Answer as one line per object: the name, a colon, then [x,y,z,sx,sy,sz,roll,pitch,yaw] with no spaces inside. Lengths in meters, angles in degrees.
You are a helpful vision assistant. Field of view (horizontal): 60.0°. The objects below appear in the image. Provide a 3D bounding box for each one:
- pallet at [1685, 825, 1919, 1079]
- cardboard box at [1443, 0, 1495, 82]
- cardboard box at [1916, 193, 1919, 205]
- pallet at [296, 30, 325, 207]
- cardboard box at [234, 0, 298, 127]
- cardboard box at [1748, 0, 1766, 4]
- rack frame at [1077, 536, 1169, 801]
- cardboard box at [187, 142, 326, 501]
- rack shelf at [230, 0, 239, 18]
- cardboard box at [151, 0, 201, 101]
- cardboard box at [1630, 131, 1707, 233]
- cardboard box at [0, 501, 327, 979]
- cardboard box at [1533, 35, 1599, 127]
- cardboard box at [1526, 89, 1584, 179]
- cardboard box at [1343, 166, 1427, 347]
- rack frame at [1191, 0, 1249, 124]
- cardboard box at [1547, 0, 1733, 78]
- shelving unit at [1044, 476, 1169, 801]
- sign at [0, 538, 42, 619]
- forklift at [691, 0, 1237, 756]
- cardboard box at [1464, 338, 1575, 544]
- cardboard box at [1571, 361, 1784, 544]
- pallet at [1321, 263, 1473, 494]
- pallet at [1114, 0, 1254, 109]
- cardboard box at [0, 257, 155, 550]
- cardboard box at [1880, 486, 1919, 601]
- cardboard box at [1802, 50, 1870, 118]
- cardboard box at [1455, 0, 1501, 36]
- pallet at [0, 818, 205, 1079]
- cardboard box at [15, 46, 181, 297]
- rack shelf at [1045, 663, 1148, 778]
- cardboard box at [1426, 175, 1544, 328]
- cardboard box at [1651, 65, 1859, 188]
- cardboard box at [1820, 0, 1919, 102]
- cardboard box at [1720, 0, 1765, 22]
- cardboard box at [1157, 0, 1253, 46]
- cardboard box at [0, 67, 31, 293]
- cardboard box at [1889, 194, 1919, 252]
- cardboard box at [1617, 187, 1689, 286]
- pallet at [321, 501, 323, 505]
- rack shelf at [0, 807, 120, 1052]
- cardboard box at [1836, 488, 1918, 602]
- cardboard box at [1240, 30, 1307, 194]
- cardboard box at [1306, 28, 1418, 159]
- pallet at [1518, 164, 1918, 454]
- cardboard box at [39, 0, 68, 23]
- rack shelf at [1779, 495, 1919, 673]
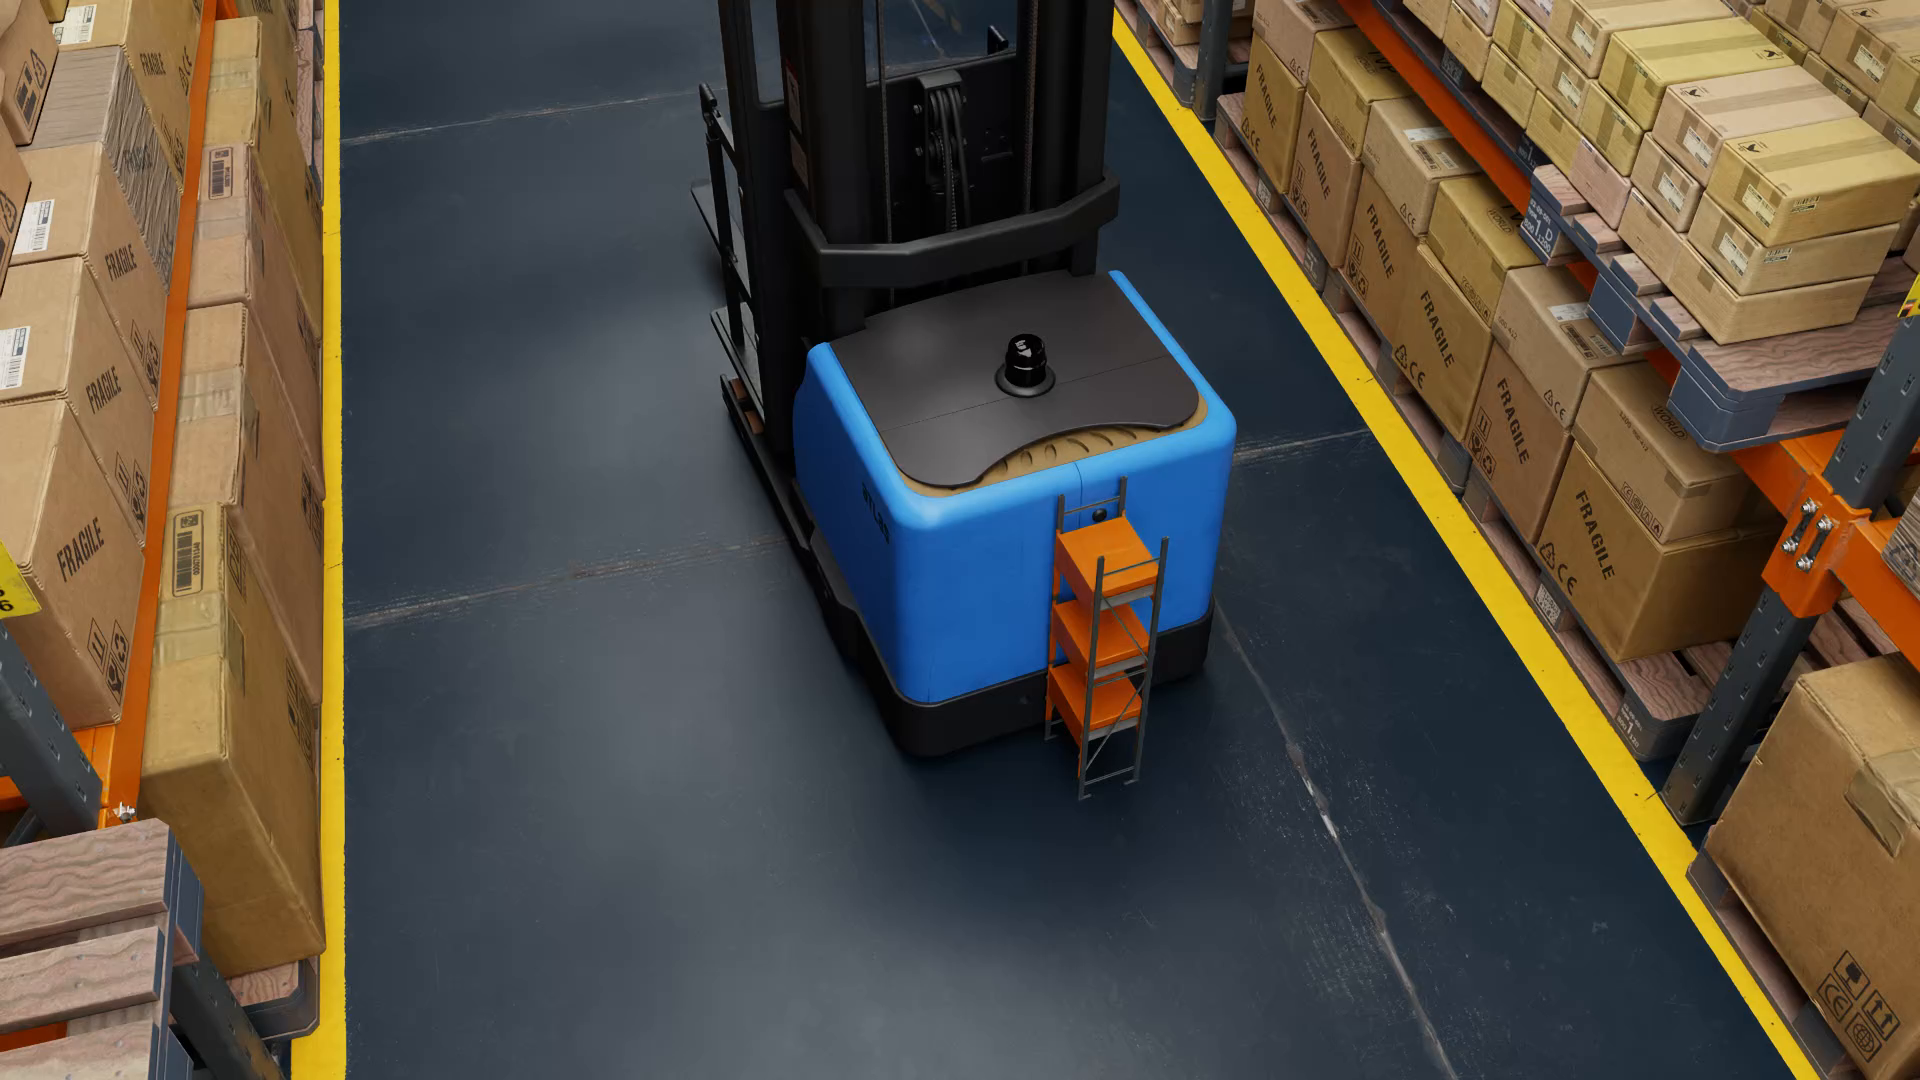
pallet: [2.725,1.203,4.423,1.003,0.211,1.213,-11,47,-10]
cardboard box: [1.702,-1.533,5.034,0.380,0.149,0.250,-9,46,-9]
cardboard box: [2.666,-0.865,4.171,0.380,0.149,0.250,-9,46,-9]
pallet: [-3.368,-1.819,7.385,1.003,0.211,1.213,-11,47,-10]
cardboard box: [-3.341,-2.129,6.930,0.875,0.875,0.875,-11,47,-10]
cardboard box: [2.396,-1.678,4.759,0.380,0.149,0.250,-9,46,-8]
rack frame: [0.445,0.386,4.636,0.200,1.050,0.008,-16,48,-15]
cardboard box: [-2.836,-0.604,5.435,1.225,0.875,0.875,-12,47,-12]
rack shelf: [-3.761,-3.385,7.471,1.077,0.370,4.000,-11,47,-10]
cardboard box: [-2.745,-1.675,5.221,0.500,0.500,0.500,-9,46,-9]
cardboard box: [1.959,-0.936,4.241,0.380,0.149,0.250,-9,46,-9]
cardboard box: [-2.381,0.622,4.234,1.225,0.875,0.875,-13,47,-12]
cardboard box: [1.826,-1.290,4.588,0.380,0.149,0.250,-11,47,-10]
cardboard box: [1.837,-1.169,4.677,0.380,0.149,0.250,-11,47,-11]
cardboard box: [1.789,-1.082,6.166,0.500,0.500,0.500,-10,46,-10]
rack frame: [1.572,-3.093,6.681,1.000,3.000,0.127,-11,47,-10]
cardboard box: [1.826,-1.391,4.479,0.380,0.149,0.250,-9,46,-9]
shelving unit: [0.399,0.305,4.716,0.215,1.050,0.252,-16,48,-15]
sign: [-1.703,0.023,2.872,0.100,0.325,0.005,-11,47,-10]
forklift: [-0.235,-1.443,5.112,1.130,2.935,3.031,-16,48,-15]
cardboard box: [2.045,-0.369,5.468,0.500,0.500,0.500,-9,46,-9]
cardboard box: [2.167,-0.290,4.865,0.500,0.250,0.500,-12,47,-11]
pallet: [2.088,-0.736,6.323,1.003,0.211,1.213,-11,47,-10]
pallet: [1.365,-2.574,8.125,1.003,0.211,1.213,-11,47,-10]
cardboard box: [-2.221,-0.270,3.844,0.500,0.500,0.500,-12,47,-11]
cardboard box: [2.450,-0.007,3.587,0.500,0.500,0.500,-10,46,-10]
cardboard box: [2.523,-1.235,4.534,0.380,0.149,0.250,-12,47,-12]
cardboard box: [1.697,-1.642,4.933,0.380,0.149,0.250,-10,46,-9]
pallet: [-1.939,1.046,2.759,1.213,0.211,1.003,-11,47,-10]
cardboard box: [-2.481,-0.969,4.529,0.500,0.500,0.500,-11,47,-10]
rack shelf: [0.399,0.507,4.922,0.215,0.259,0.240,-16,48,-15]
cardboard box: [1.912,-0.990,5.552,0.500,0.250,0.500,-10,46,-9]
cardboard box: [1.965,-1.027,4.121,0.380,0.149,0.250,-11,47,-11]
cardboard box: [2.535,-1.308,4.397,0.380,0.149,0.250,-11,47,-11]
cardboard box: [2.395,-1.582,4.873,0.380,0.149,0.250,-11,47,-10]
cardboard box: [1.142,-2.450,7.753,0.380,0.149,0.250,-10,46,-10]
cardboard box: [-2.561,-0.838,3.699,0.797,0.503,0.637,-10,46,-9]
cardboard box: [2.608,-0.921,4.435,0.380,0.149,0.250,-9,46,-8]
cardboard box: [1.963,-0.819,4.334,0.380,0.149,0.250,-11,47,-10]
pallet: [-2.663,0.083,5.521,1.003,0.211,1.213,-11,47,-10]
rack shelf: [-1.713,2.138,2.058,1.077,0.370,4.000,-11,47,-10]
cardboard box: [2.661,-0.138,5.241,0.500,0.500,0.500,-13,47,-12]
cardboard box: [1.504,-1.806,6.876,0.500,0.500,0.500,-9,46,-9]
cardboard box: [1.644,-1.702,6.249,0.500,0.250,0.500,-10,46,-9]
pallet: [2.310,-0.737,4.506,1.213,0.211,1.003,-11,47,-10]
cardboard box: [-2.913,-1.726,4.569,0.797,0.503,0.637,-10,46,-10]
rack shelf: [3.108,1.301,2.878,1.077,0.370,4.000,-11,47,-10]
